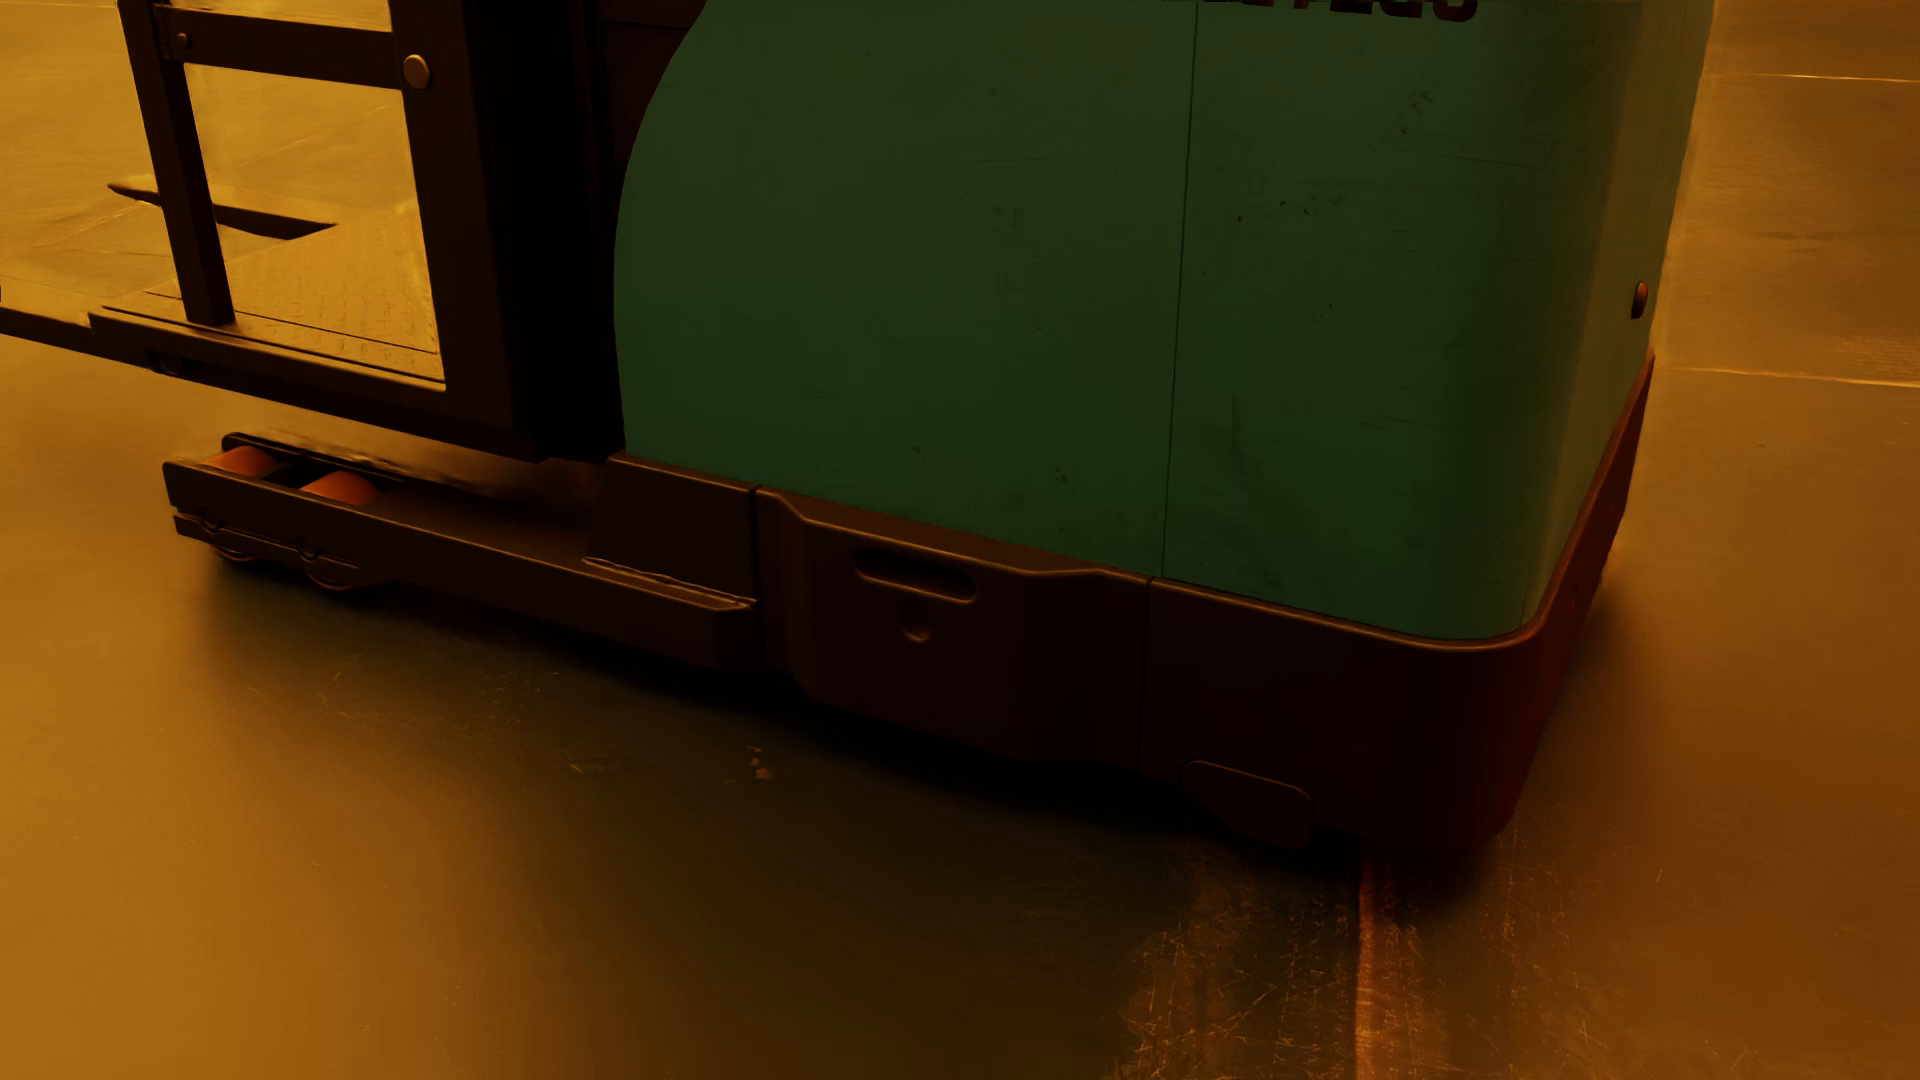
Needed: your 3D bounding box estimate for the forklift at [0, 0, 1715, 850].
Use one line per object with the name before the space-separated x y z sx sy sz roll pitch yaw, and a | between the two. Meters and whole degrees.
forklift | -0.571 -1.432 2.084 3.031 2.935 1.130 13 30 24
